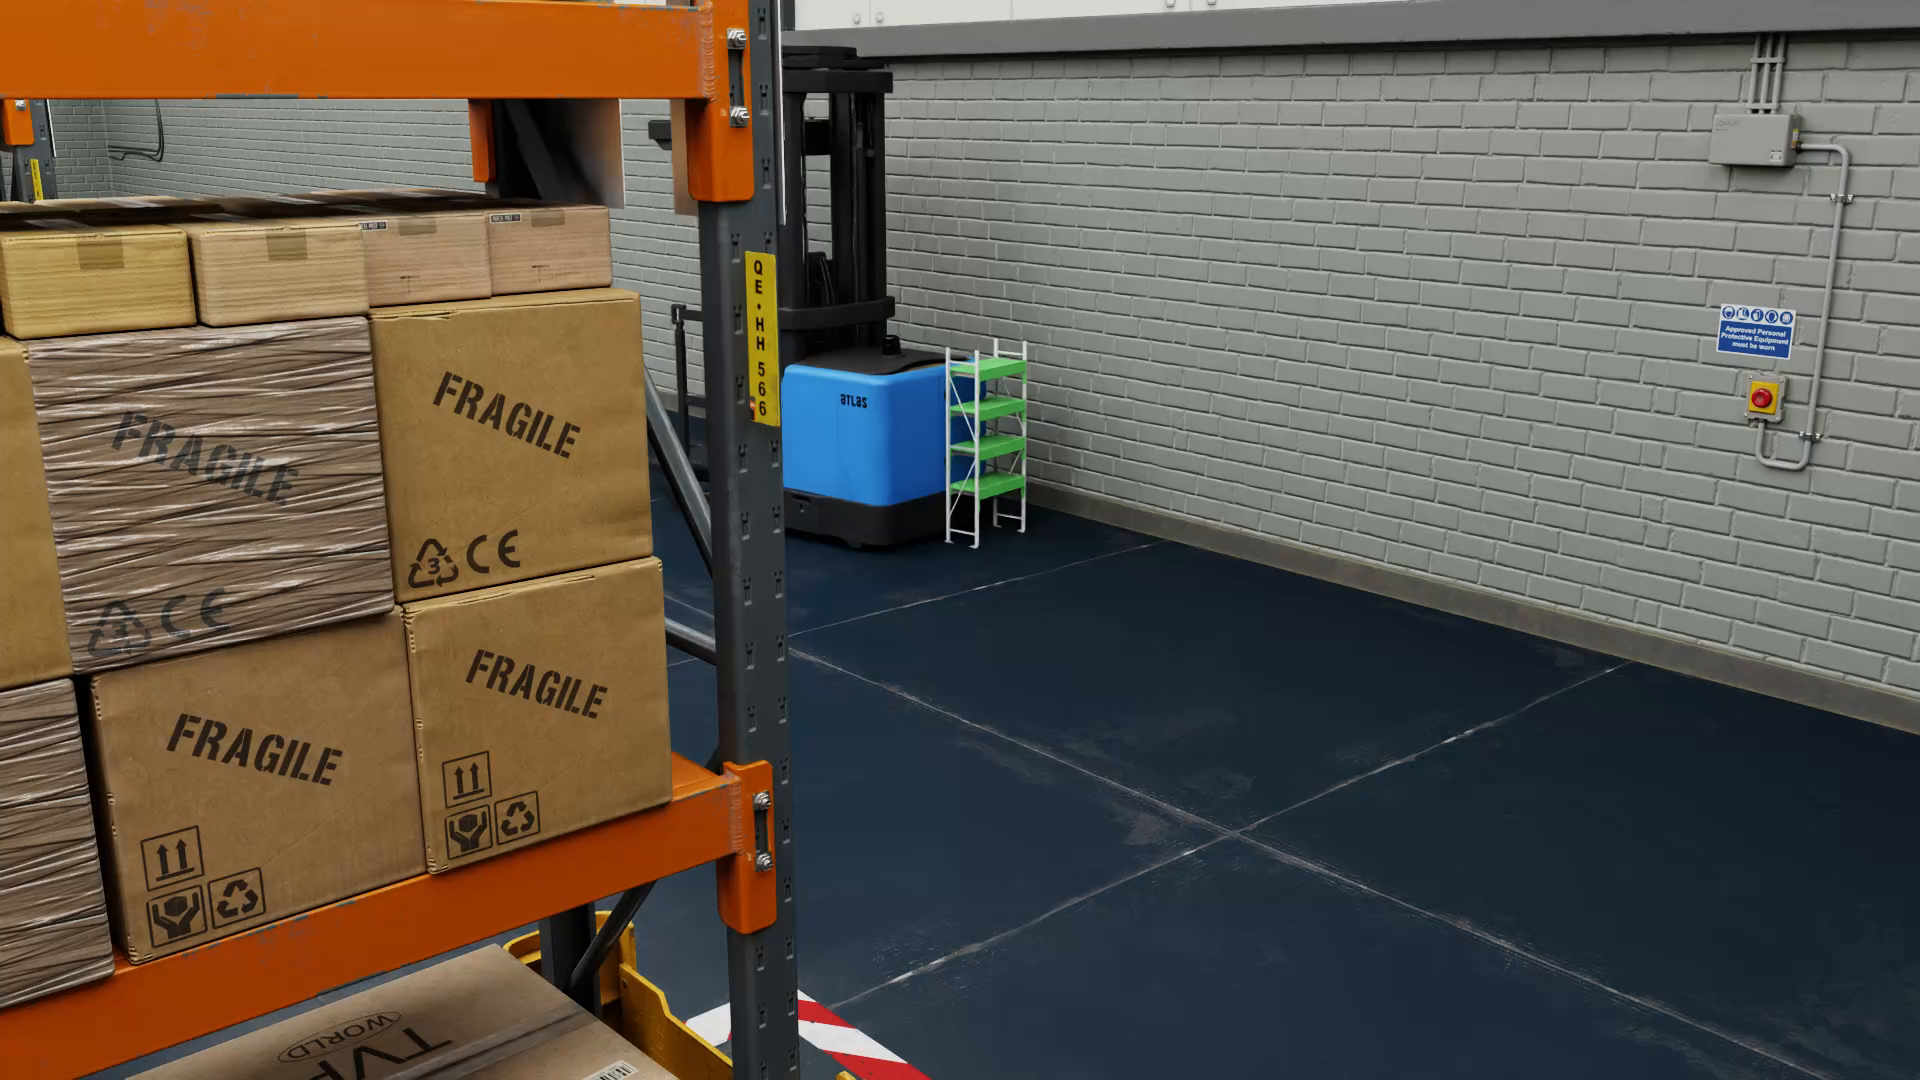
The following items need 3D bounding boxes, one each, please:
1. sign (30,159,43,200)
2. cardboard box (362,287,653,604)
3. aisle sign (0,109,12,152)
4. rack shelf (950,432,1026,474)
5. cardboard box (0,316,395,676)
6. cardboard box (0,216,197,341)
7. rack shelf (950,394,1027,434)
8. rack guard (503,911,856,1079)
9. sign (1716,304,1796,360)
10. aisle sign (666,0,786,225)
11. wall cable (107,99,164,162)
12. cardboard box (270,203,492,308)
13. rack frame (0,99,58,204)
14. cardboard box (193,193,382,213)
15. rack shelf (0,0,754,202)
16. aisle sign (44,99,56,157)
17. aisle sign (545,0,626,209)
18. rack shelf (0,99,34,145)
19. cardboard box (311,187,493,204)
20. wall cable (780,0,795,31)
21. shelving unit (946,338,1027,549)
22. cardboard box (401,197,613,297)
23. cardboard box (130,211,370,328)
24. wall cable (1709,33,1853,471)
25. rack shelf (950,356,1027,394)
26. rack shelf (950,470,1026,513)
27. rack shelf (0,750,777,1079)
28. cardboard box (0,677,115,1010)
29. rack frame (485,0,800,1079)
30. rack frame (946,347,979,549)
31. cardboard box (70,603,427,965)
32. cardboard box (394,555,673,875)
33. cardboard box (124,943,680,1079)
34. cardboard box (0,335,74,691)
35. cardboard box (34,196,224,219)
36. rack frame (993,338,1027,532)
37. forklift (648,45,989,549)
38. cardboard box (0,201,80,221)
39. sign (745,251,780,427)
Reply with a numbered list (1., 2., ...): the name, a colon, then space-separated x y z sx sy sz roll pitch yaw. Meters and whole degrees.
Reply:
1. sign: -3.700 -1.363 6.685 0.005 0.325 0.100 -13 19 -39
2. cardboard box: -0.931 -0.219 3.127 0.500 0.500 0.500 -12 19 -38
3. aisle sign: -4.191 -2.089 7.222 0.004 0.787 0.394 -13 19 -39
4. rack shelf: 0.162 -0.536 10.179 0.258 0.148 0.480 11 19 36
5. cardboard box: -1.306 -0.125 2.774 0.500 0.500 0.500 -13 19 -39
6. cardboard box: -1.395 -0.418 2.616 0.250 0.149 0.380 -12 19 -38
7. rack shelf: 0.162 -0.768 10.117 0.258 0.148 0.480 11 19 36
8. rack guard: -0.705 1.388 4.086 0.348 0.500 1.175 -13 19 -39
9. sign: 3.530 -0.926 7.381 0.001 0.218 0.327 -13 19 -39
10. aisle sign: -0.465 -1.024 3.233 0.004 0.787 0.394 -13 19 -39
11. wall cable: -12.482 -6.925 24.755 0.112 2.526 3.097 -13 19 -39
12. cardboard box: -1.038 -0.513 2.971 0.250 0.149 0.380 -12 19 -38
13. rack frame: -4.049 -0.763 7.292 0.127 3.000 1.000 -13 19 -39
14. cardboard box: -1.324 -0.596 3.281 0.250 0.149 0.380 -12 19 -38
15. rack shelf: -2.232 -0.579 2.186 4.000 0.370 1.077 -13 19 -39
16. aisle sign: -3.797 -1.972 6.784 0.004 0.787 0.394 -13 19 -39
17. aisle sign: -0.859 -1.141 3.670 0.004 0.787 0.394 -13 19 -39
18. rack shelf: -5.558 -1.525 5.730 4.000 0.370 1.077 -13 19 -39
19. cardboard box: -1.173 -0.654 3.500 0.250 0.149 0.380 -12 19 -38
20. wall cable: -0.700 -6.485 10.856 0.120 5.999 2.277 -13 19 -39
21. shelving unit: 0.162 -0.598 10.162 0.258 1.200 0.503 11 19 36
22. cardboard box: -0.862 -0.561 3.149 0.250 0.149 0.380 -12 19 -39
23. cardboard box: -1.178 -0.453 2.746 0.250 0.149 0.380 -13 20 -40
24. wall cable: 3.515 -1.282 7.206 0.123 1.953 0.585 -13 19 -39
25. rack shelf: 0.162 -1.000 10.055 0.258 0.148 0.480 11 19 36
26. rack shelf: 0.163 -0.304 10.240 0.258 0.148 0.480 11 19 36
27. rack shelf: -2.232 0.870 2.573 4.000 0.370 1.077 -13 19 -39
28. cardboard box: -1.683 0.440 2.596 0.500 0.500 0.500 -12 19 -38
29. rack frame: -0.721 0.185 3.746 0.053 2.616 0.949 -13 19 -39
30. rack frame: 0.014 -0.548 9.975 0.240 1.200 0.015 11 19 36
31. cardboard box: -1.302 0.351 2.929 0.500 0.500 0.500 -13 20 -41
32. cardboard box: -0.913 0.269 3.237 0.500 0.500 0.500 -13 19 -39
33. cardboard box: -1.155 1.350 3.534 0.875 0.438 0.875 -14 20 -41
34. cardboard box: -1.681 -0.042 2.463 0.500 0.500 0.500 -13 20 -40
35. cardboard box: -1.595 -0.575 3.200 0.250 0.149 0.380 -12 19 -38
36. rack frame: 0.310 -0.648 10.350 0.240 1.200 0.015 11 19 36
37. forklift: -1.271 -1.656 10.769 3.031 2.935 1.130 12 19 39
38. cardboard box: -1.782 -0.526 3.020 0.250 0.149 0.380 -13 20 -41
39. sign: -0.377 -0.382 3.164 0.005 0.325 0.100 -13 19 -39
